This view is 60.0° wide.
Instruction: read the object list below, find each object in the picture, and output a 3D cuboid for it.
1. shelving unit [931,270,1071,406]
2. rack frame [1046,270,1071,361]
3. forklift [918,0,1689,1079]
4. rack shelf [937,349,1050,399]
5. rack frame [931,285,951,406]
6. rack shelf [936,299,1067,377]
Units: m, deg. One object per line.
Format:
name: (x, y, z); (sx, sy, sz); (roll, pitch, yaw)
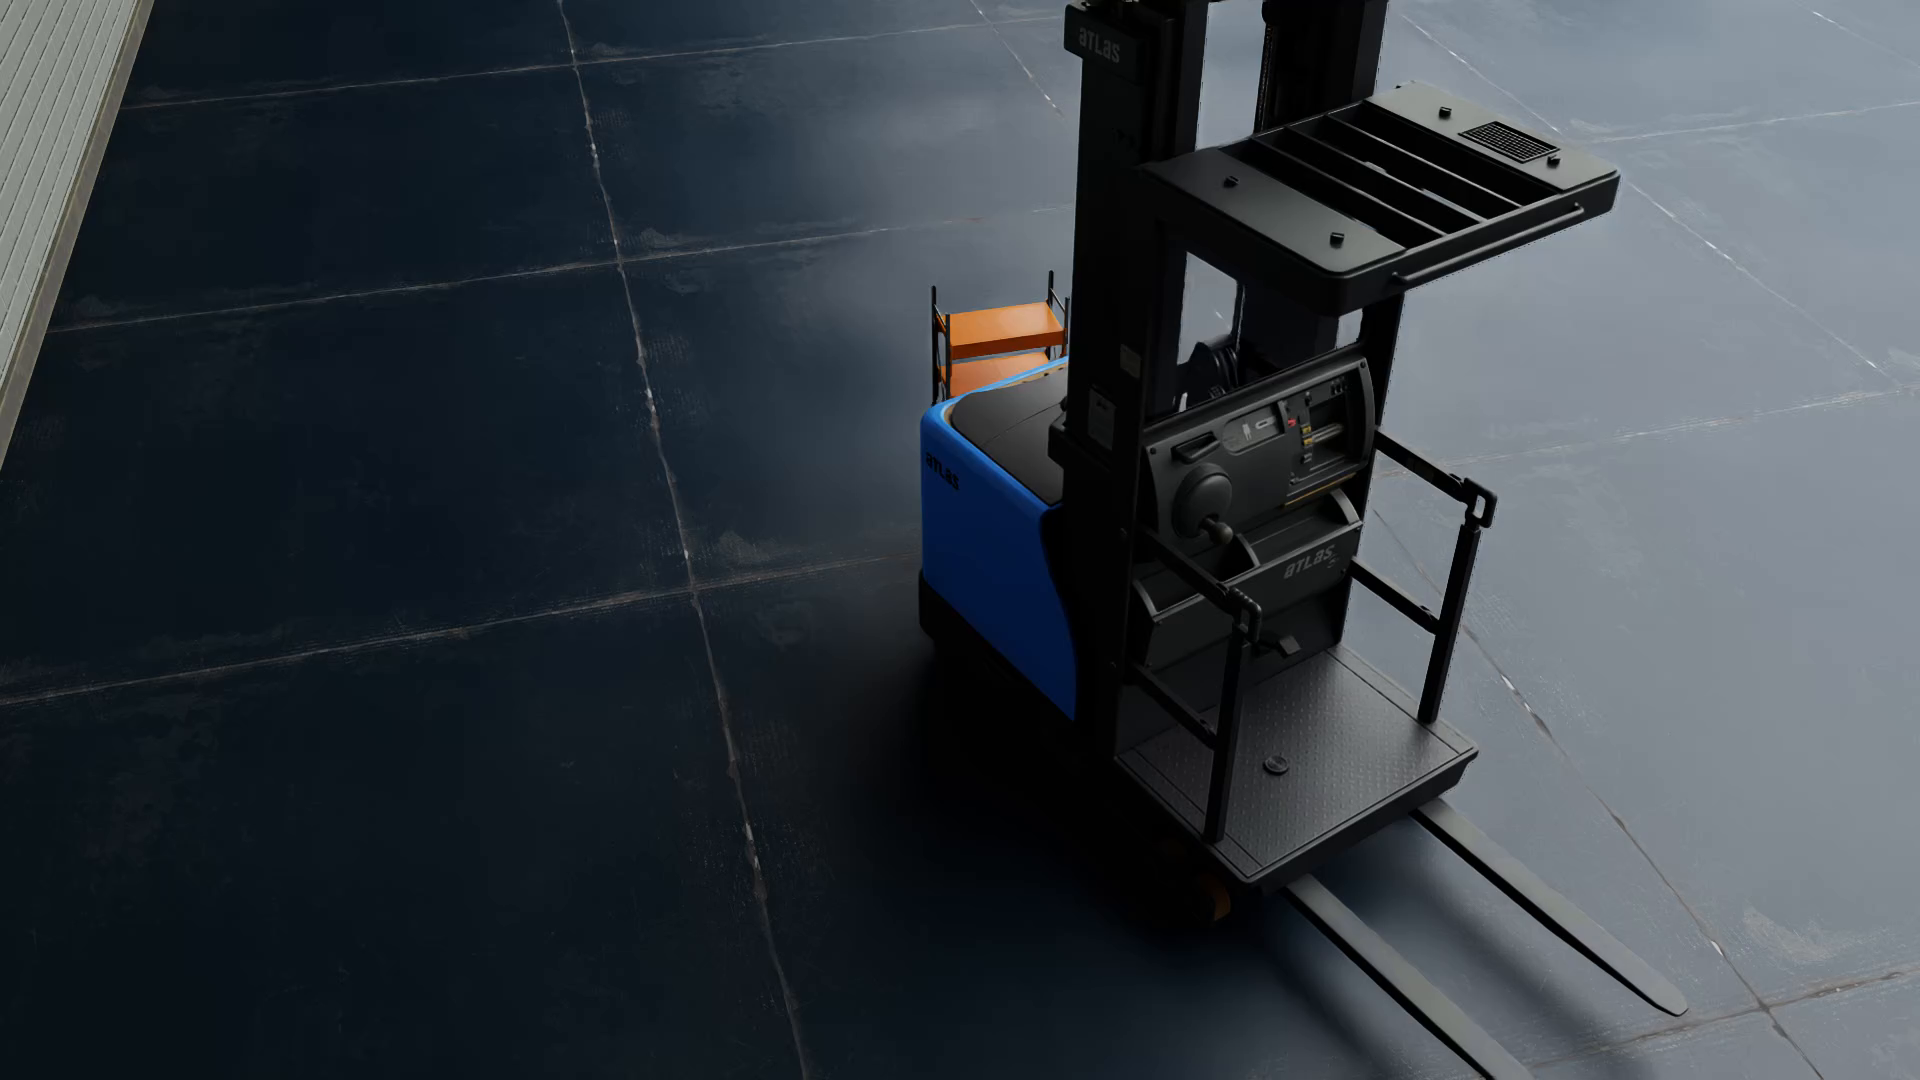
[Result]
shelving unit: (0.160, -0.503, 6.920); (0.503, 1.200, 0.258); (-9, 38, -12)
rack frame: (0.395, -0.541, 6.970); (0.015, 1.200, 0.240); (-9, 38, -12)
forklift: (1.081, -0.217, 5.121); (1.130, 2.935, 3.031); (-23, 43, -27)
rack shelf: (0.160, -0.627, 6.825); (0.480, 0.148, 0.258); (-9, 38, -12)
rack frame: (-0.076, -0.464, 6.869); (0.015, 1.200, 0.240); (-9, 38, -12)
rack shelf: (0.160, -0.815, 6.681); (0.480, 0.148, 0.258); (-9, 38, -12)
